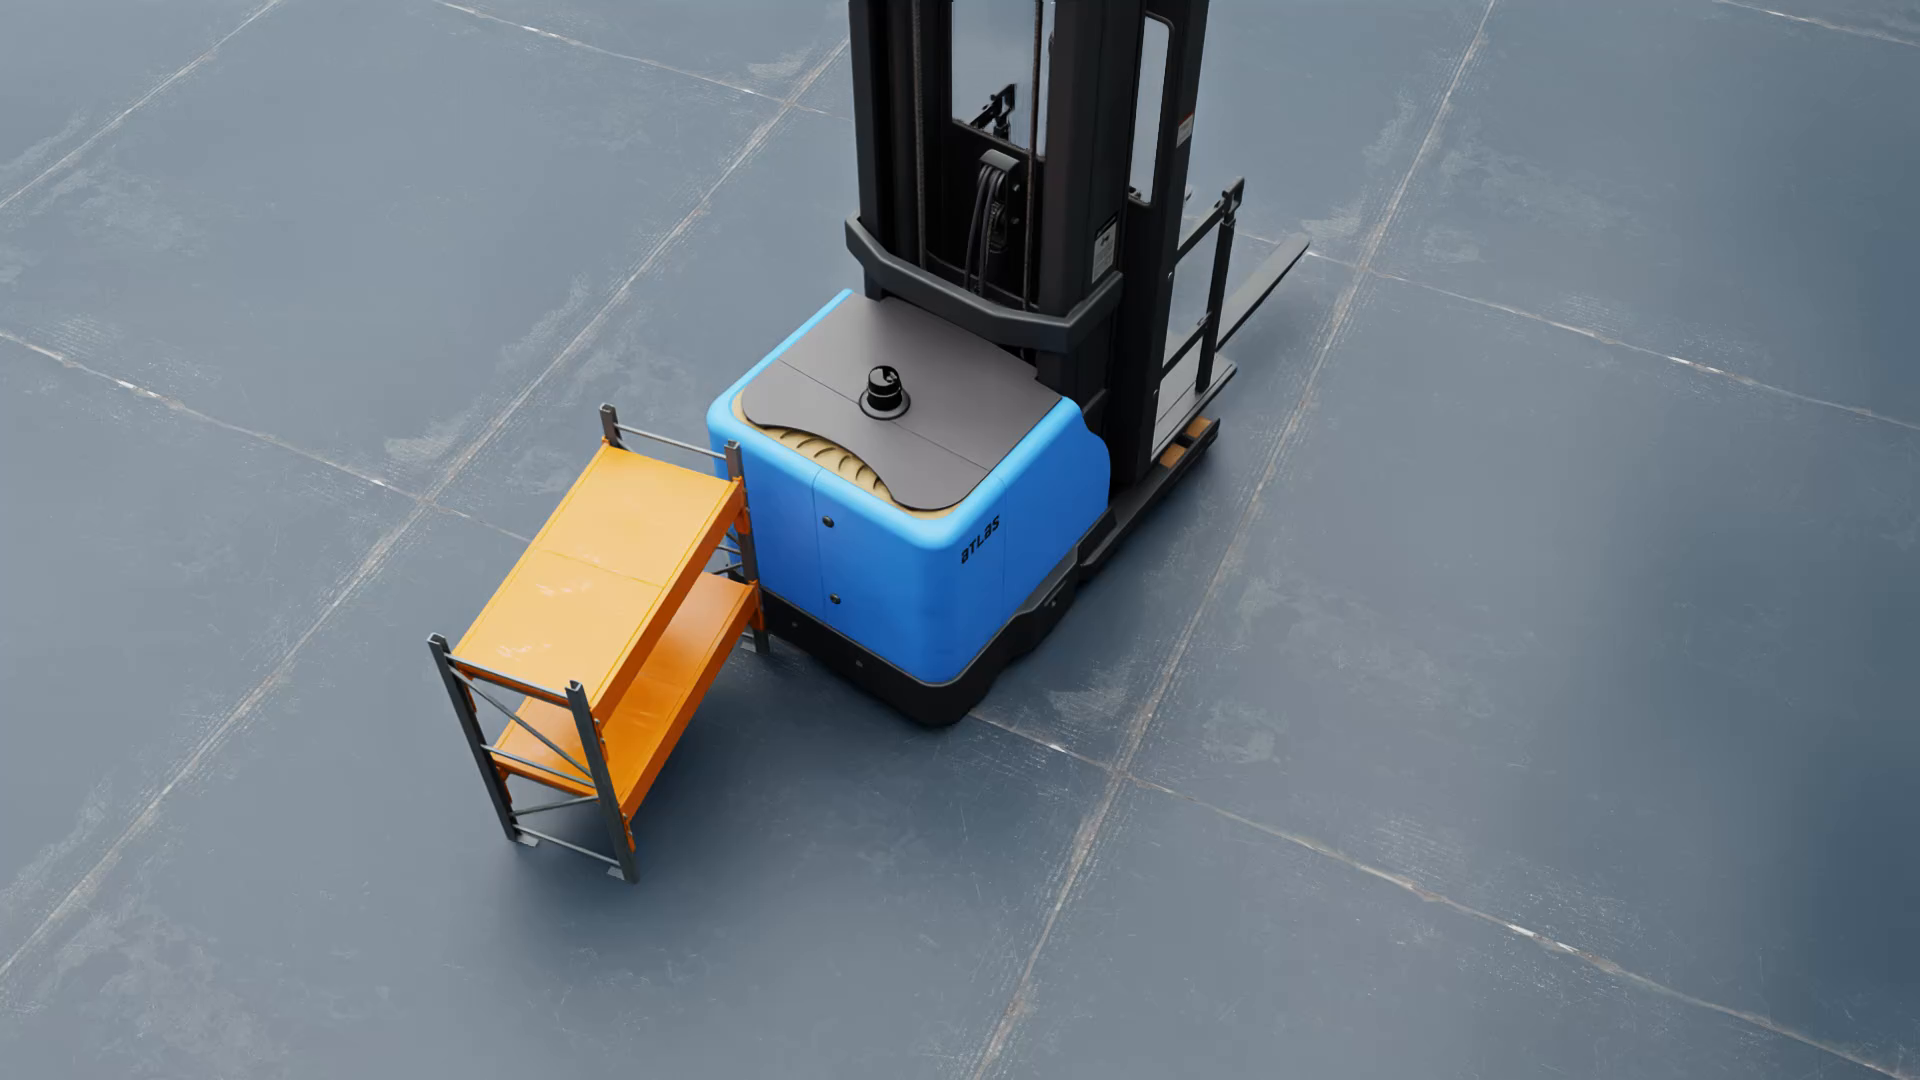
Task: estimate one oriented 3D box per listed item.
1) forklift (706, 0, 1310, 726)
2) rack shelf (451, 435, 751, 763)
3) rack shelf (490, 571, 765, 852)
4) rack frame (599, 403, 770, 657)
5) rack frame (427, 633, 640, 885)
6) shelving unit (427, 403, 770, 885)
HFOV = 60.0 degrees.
[{"bbox_3d":[0.407,-1.378,5.813,1.130,2.935,3.031,29,55,22],"label":"forklift"},{"bbox_3d":[-1.131,0.163,5.303,0.538,0.278,1.000,16,52,14],"label":"rack shelf"},{"bbox_3d":[-1.131,0.512,5.712,0.538,0.278,1.000,16,52,14],"label":"rack shelf"},{"bbox_3d":[-0.947,-0.008,5.833,0.500,1.125,0.032,16,52,14],"label":"rack frame"},{"bbox_3d":[-1.315,0.714,5.219,0.500,1.125,0.032,16,52,14],"label":"rack frame"},{"bbox_3d":[-1.131,0.353,5.526,0.538,1.125,1.048,16,52,14],"label":"shelving unit"}]
